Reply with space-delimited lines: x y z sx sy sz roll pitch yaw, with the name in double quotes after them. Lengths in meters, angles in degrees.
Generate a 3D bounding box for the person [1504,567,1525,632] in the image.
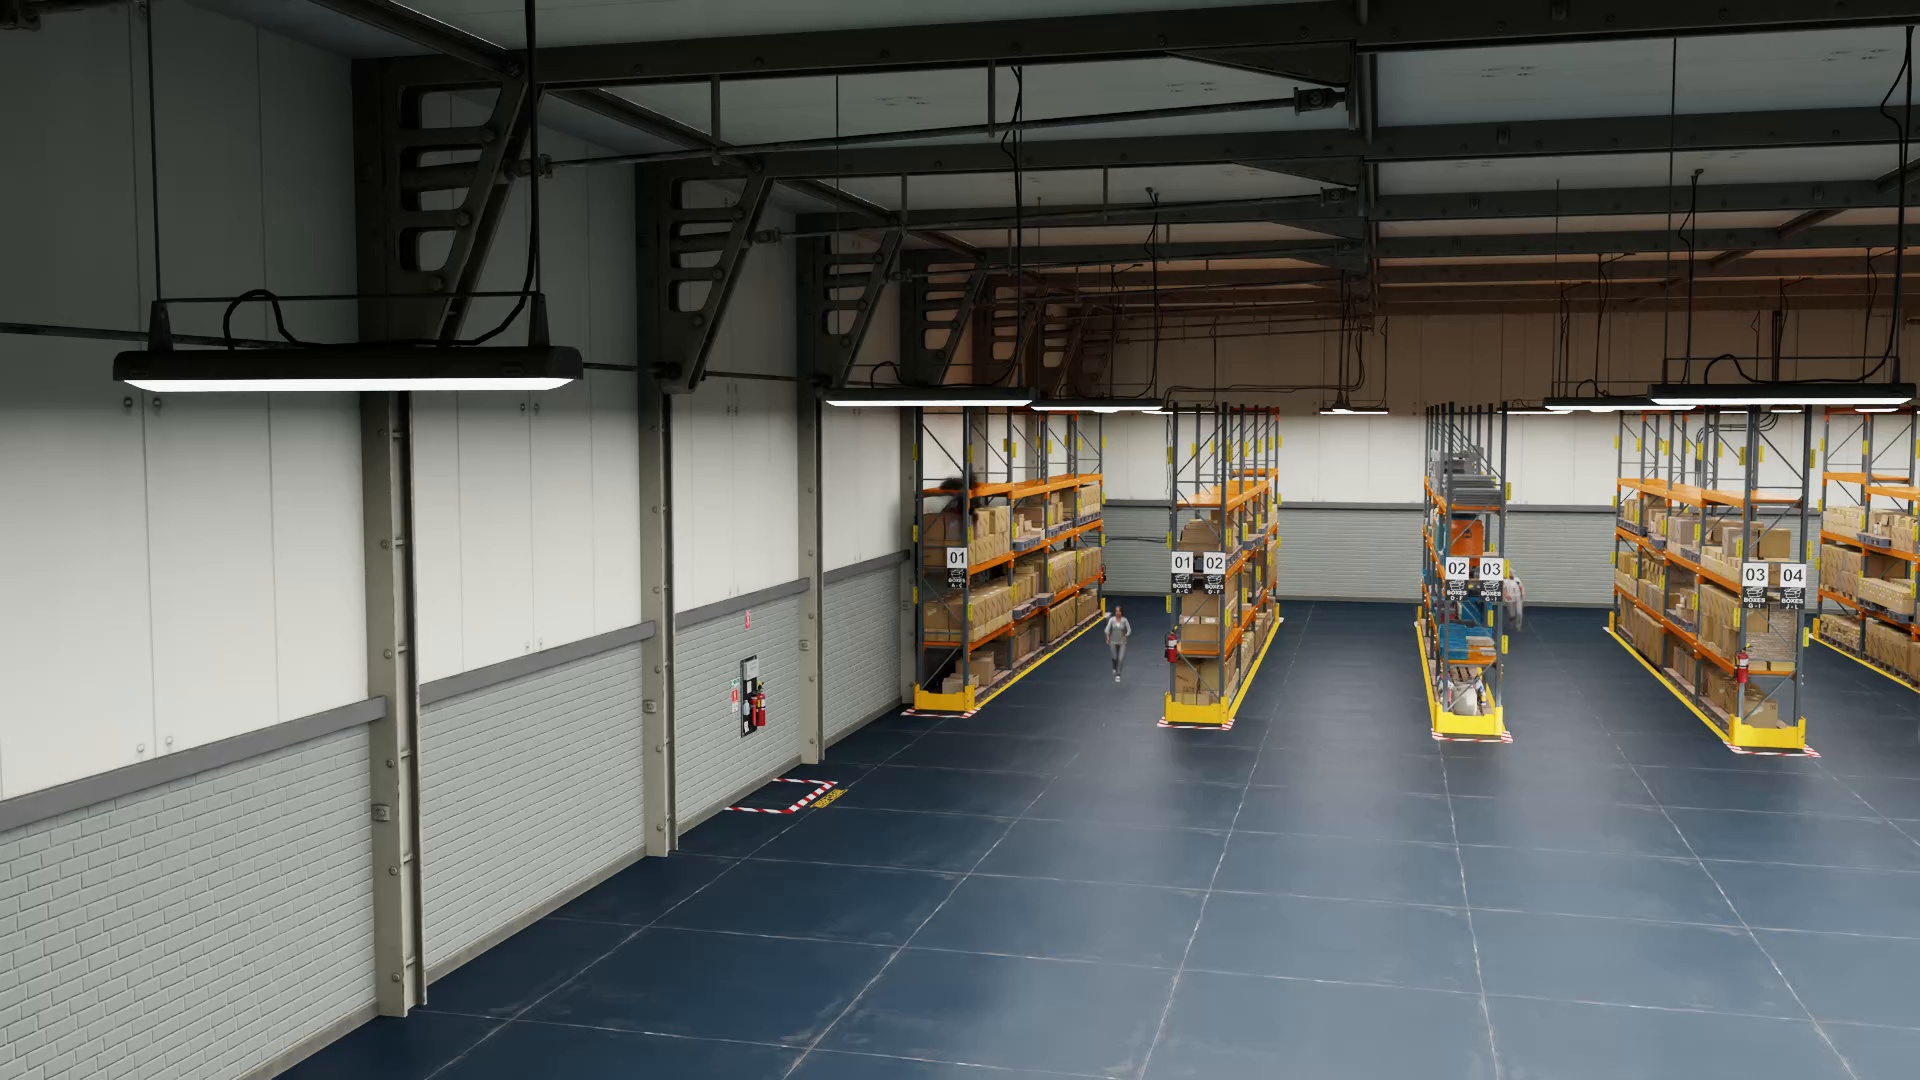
14.733 1.584 44.447 0.662 1.724 0.651 0 4 -3 "person"

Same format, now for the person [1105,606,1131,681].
3.251 2.147 34.232 0.541 1.530 0.489 0 4 6 "person"
